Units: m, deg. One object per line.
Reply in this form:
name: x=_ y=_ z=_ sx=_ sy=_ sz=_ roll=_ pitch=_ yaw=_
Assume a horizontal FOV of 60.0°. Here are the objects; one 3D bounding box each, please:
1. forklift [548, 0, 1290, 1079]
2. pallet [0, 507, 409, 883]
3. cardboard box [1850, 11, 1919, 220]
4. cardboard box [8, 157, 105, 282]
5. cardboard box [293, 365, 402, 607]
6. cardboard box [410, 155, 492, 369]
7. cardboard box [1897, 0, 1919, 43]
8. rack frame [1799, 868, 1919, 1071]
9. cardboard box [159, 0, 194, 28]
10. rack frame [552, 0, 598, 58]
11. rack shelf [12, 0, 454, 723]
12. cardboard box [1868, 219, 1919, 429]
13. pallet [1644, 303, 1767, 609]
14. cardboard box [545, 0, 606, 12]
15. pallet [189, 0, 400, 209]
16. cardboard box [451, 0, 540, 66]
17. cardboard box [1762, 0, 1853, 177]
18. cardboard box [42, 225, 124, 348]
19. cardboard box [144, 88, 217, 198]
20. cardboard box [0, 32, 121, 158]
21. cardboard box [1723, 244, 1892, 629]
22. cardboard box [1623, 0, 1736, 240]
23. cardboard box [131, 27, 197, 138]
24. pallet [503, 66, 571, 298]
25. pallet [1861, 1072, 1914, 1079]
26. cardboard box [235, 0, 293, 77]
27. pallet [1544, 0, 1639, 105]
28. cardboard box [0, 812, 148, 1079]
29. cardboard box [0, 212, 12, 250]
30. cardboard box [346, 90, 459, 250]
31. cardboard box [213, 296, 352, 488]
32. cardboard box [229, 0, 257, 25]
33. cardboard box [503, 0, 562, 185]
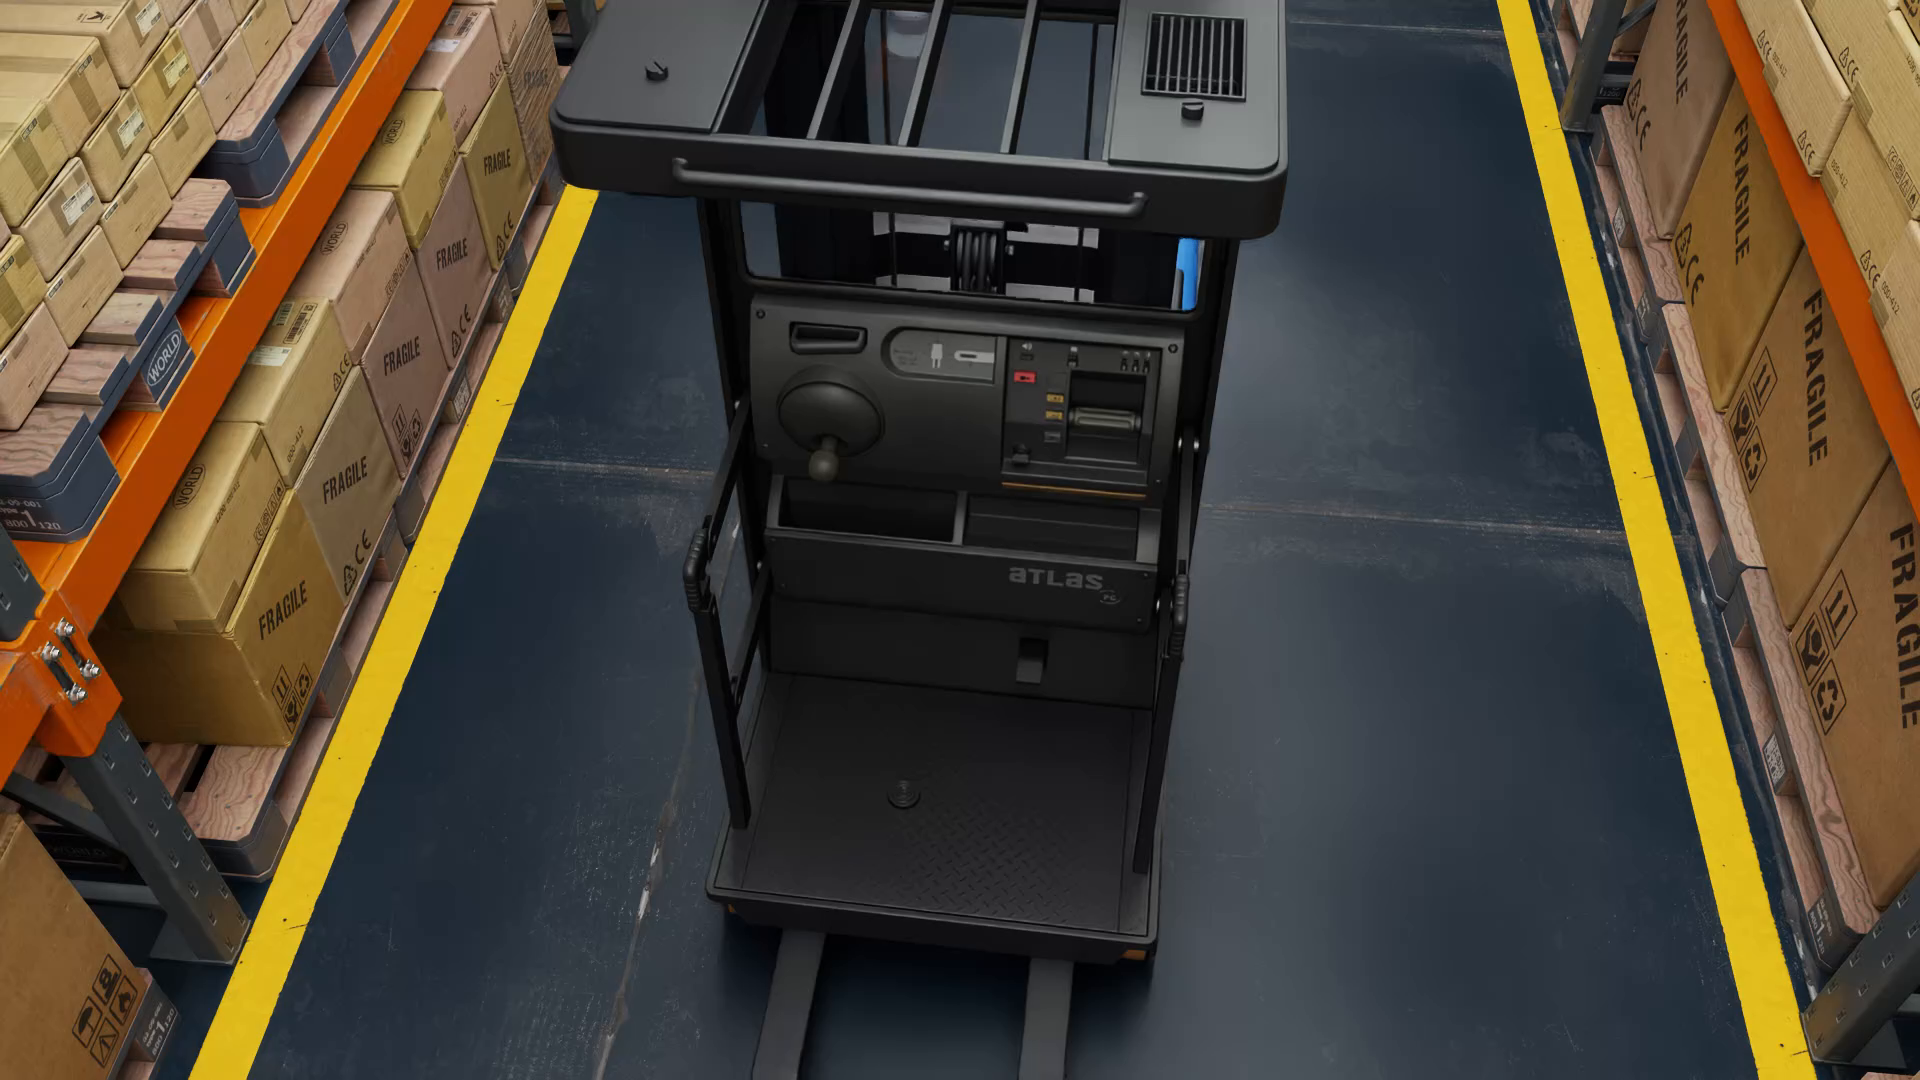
forklift: x=-0.018 y=-0.199 z=3.445 sx=1.130 sy=2.935 sz=3.031 roll=5 pitch=48 yaw=5
pallet: x=-2.275 y=0.366 z=4.772 sx=1.003 sy=0.211 sz=1.213 roll=4 pitch=48 yaw=4
cardboard box: x=2.451 y=-0.988 z=3.883 sx=0.500 sy=0.250 sz=0.500 roll=3 pitch=48 yaw=3
cardboard box: x=-2.081 y=-0.699 z=3.541 sx=0.380 sy=0.149 sz=0.250 roll=6 pitch=48 yaw=5
cardboard box: x=-1.987 y=-0.171 z=4.783 sx=0.500 sy=0.500 sz=0.500 roll=4 pitch=48 yaw=4
cardboard box: x=-1.898 y=-0.924 z=5.471 sx=0.500 sy=0.500 sz=0.500 roll=3 pitch=48 yaw=3
cardboard box: x=2.468 y=-1.253 z=3.618 sx=0.500 sy=0.500 sz=0.500 roll=4 pitch=48 yaw=4
rack frame: x=2.591 y=0.258 z=2.981 sx=1.000 sy=3.000 sz=0.127 roll=4 pitch=48 yaw=4
cardboard box: x=-2.017 y=-1.356 z=3.940 sx=0.380 sy=0.149 sz=0.250 roll=6 pitch=48 yaw=5
rack frame: x=-1.983 y=-2.940 z=5.906 sx=1.000 sy=3.000 sz=0.127 roll=4 pitch=48 yaw=4
rack shelf: x=-2.166 y=-1.227 z=4.827 sx=1.077 sy=0.370 sz=4.000 roll=4 pitch=48 yaw=4
cardboard box: x=2.409 y=-0.457 z=3.737 sx=0.500 sy=0.250 sz=0.500 roll=5 pitch=48 yaw=4
pallet: x=2.851 y=-0.269 z=5.353 sx=1.003 sy=0.211 sz=1.213 roll=4 pitch=48 yaw=4
cardboard box: x=-1.630 y=-2.365 z=7.028 sx=0.380 sy=0.149 sz=0.250 roll=2 pitch=48 yaw=2
pallet: x=-2.208 y=-1.393 z=4.621 sx=1.003 sy=0.211 sz=1.213 roll=4 pitch=48 yaw=4
cardboard box: x=-1.800 y=-1.927 z=5.881 sx=0.500 sy=0.250 sz=0.500 roll=3 pitch=48 yaw=2
cardboard box: x=2.489 y=-1.202 z=4.419 sx=0.500 sy=0.250 sz=0.500 roll=3 pitch=48 yaw=3
cardboard box: x=-2.082 y=-0.570 z=3.624 sx=0.380 sy=0.149 sz=0.250 roll=6 pitch=48 yaw=5
cardboard box: x=-2.034 y=-0.967 z=3.987 sx=0.380 sy=0.149 sz=0.250 roll=6 pitch=48 yaw=5
cardboard box: x=-2.064 y=-0.962 z=3.580 sx=0.380 sy=0.149 sz=0.250 roll=4 pitch=48 yaw=3
cardboard box: x=2.822 y=-0.324 z=4.669 sx=0.875 sy=0.875 sz=0.875 roll=4 pitch=48 yaw=4
cardboard box: x=2.978 y=-1.645 z=5.877 sx=0.875 sy=0.875 sz=0.875 roll=5 pitch=48 yaw=5
cardboard box: x=-2.038 y=-1.081 z=3.890 sx=0.380 sy=0.149 sz=0.250 roll=4 pitch=48 yaw=4
pallet: x=-2.053 y=-1.427 z=6.412 sx=1.003 sy=0.211 sz=1.213 roll=4 pitch=48 yaw=4
pallet: x=2.518 y=1.773 z=3.485 sx=1.003 sy=0.211 sz=1.213 roll=4 pitch=48 yaw=4
cardboard box: x=-1.987 y=-1.347 z=4.335 sx=0.380 sy=0.149 sz=0.250 roll=4 pitch=48 yaw=4
pallet: x=3.102 y=-2.294 z=7.205 sx=1.003 sy=0.211 sz=1.213 roll=4 pitch=48 yaw=4
cardboard box: x=-2.493 y=1.058 z=3.489 sx=1.050 sy=0.750 sz=0.750 roll=3 pitch=48 yaw=3
cardboard box: x=-2.113 y=-0.588 z=3.238 sx=0.380 sy=0.149 sz=0.250 roll=4 pitch=48 yaw=4
cardboard box: x=-1.894 y=-1.161 z=5.180 sx=0.500 sy=0.250 sz=0.500 roll=2 pitch=48 yaw=2
cardboard box: x=-1.998 y=-0.415 z=4.498 sx=0.500 sy=0.250 sz=0.500 roll=3 pitch=48 yaw=3
cardboard box: x=-1.988 y=-1.446 z=4.224 sx=0.380 sy=0.149 sz=0.250 roll=3 pitch=48 yaw=3
cardboard box: x=-1.800 y=-1.677 z=6.161 sx=0.500 sy=0.500 sz=0.500 roll=3 pitch=48 yaw=3
